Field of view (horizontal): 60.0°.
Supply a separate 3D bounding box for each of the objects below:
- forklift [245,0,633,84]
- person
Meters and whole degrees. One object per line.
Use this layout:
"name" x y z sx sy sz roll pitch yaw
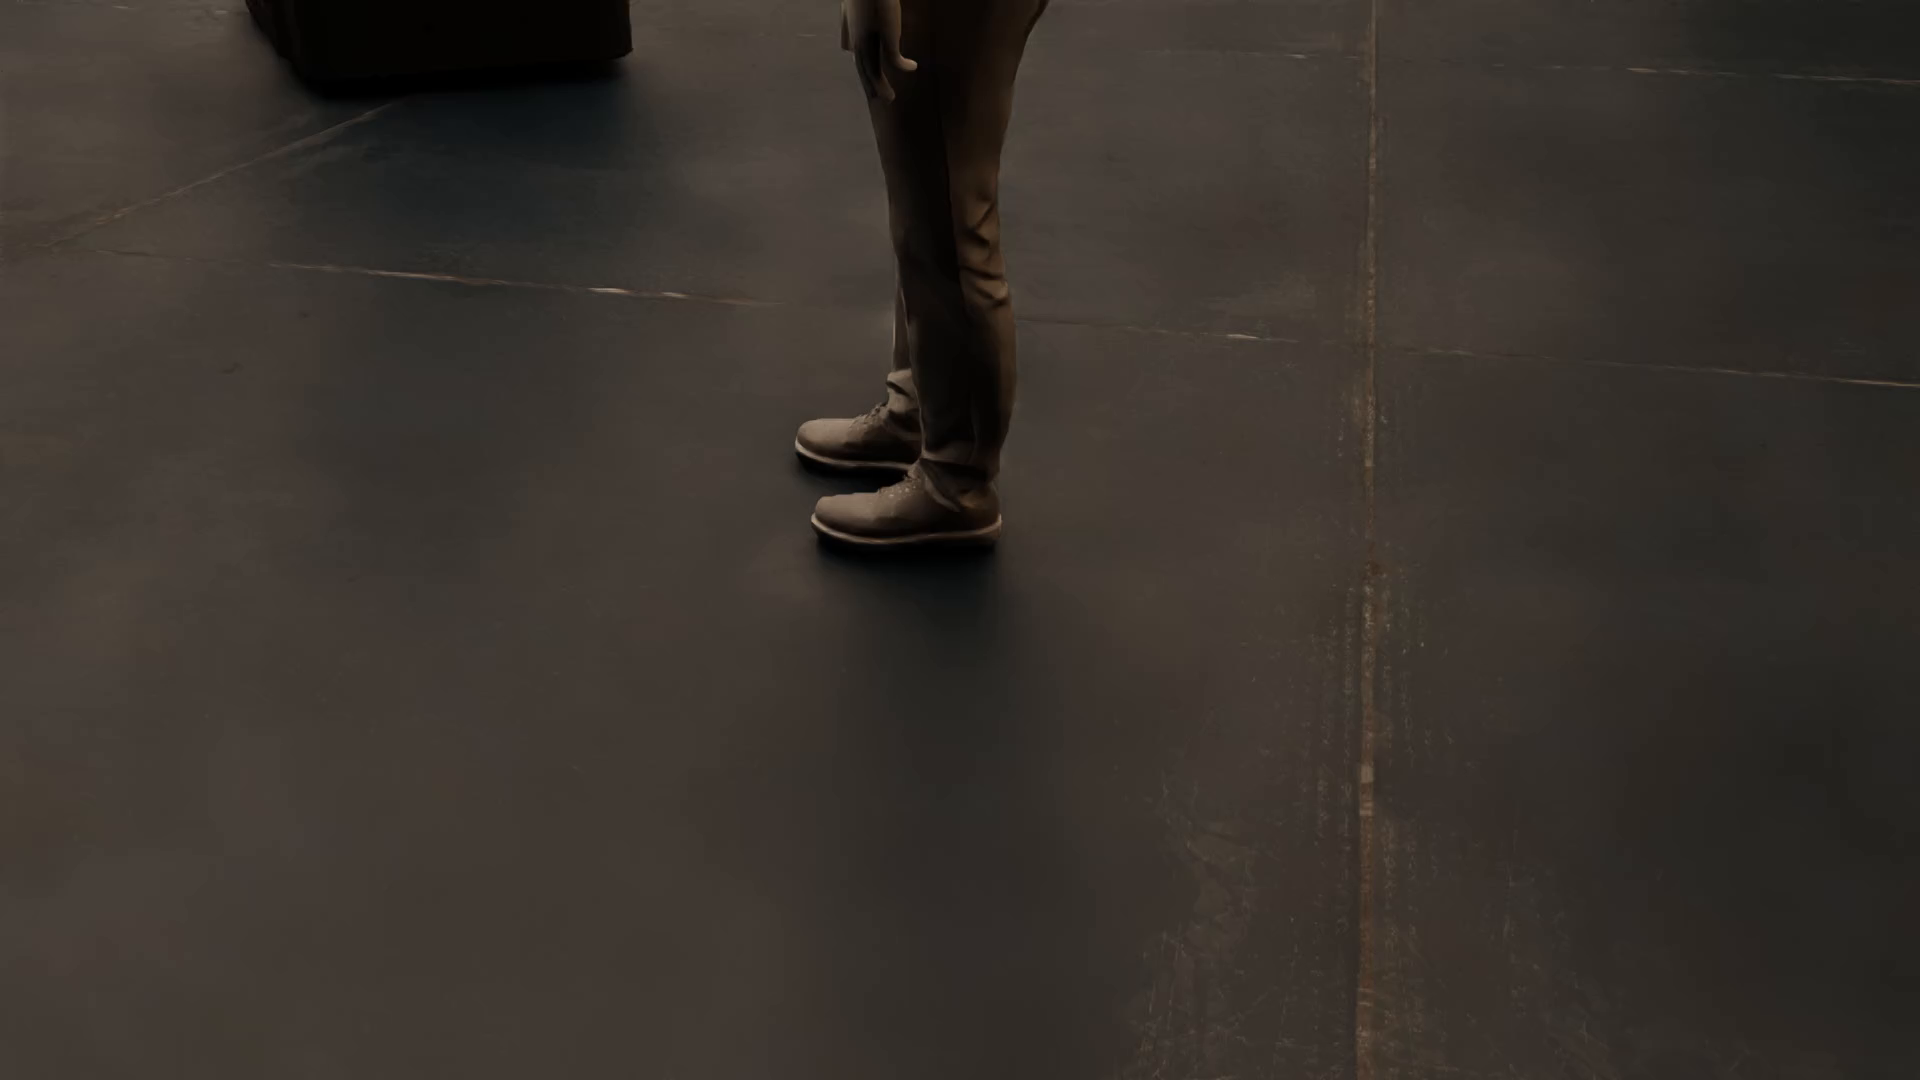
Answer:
"forklift" -2.199 -3.380 5.945 1.130 2.935 3.031 -12 29 -23
"person" -0.064 -0.773 2.135 0.532 1.695 0.586 6 27 11
